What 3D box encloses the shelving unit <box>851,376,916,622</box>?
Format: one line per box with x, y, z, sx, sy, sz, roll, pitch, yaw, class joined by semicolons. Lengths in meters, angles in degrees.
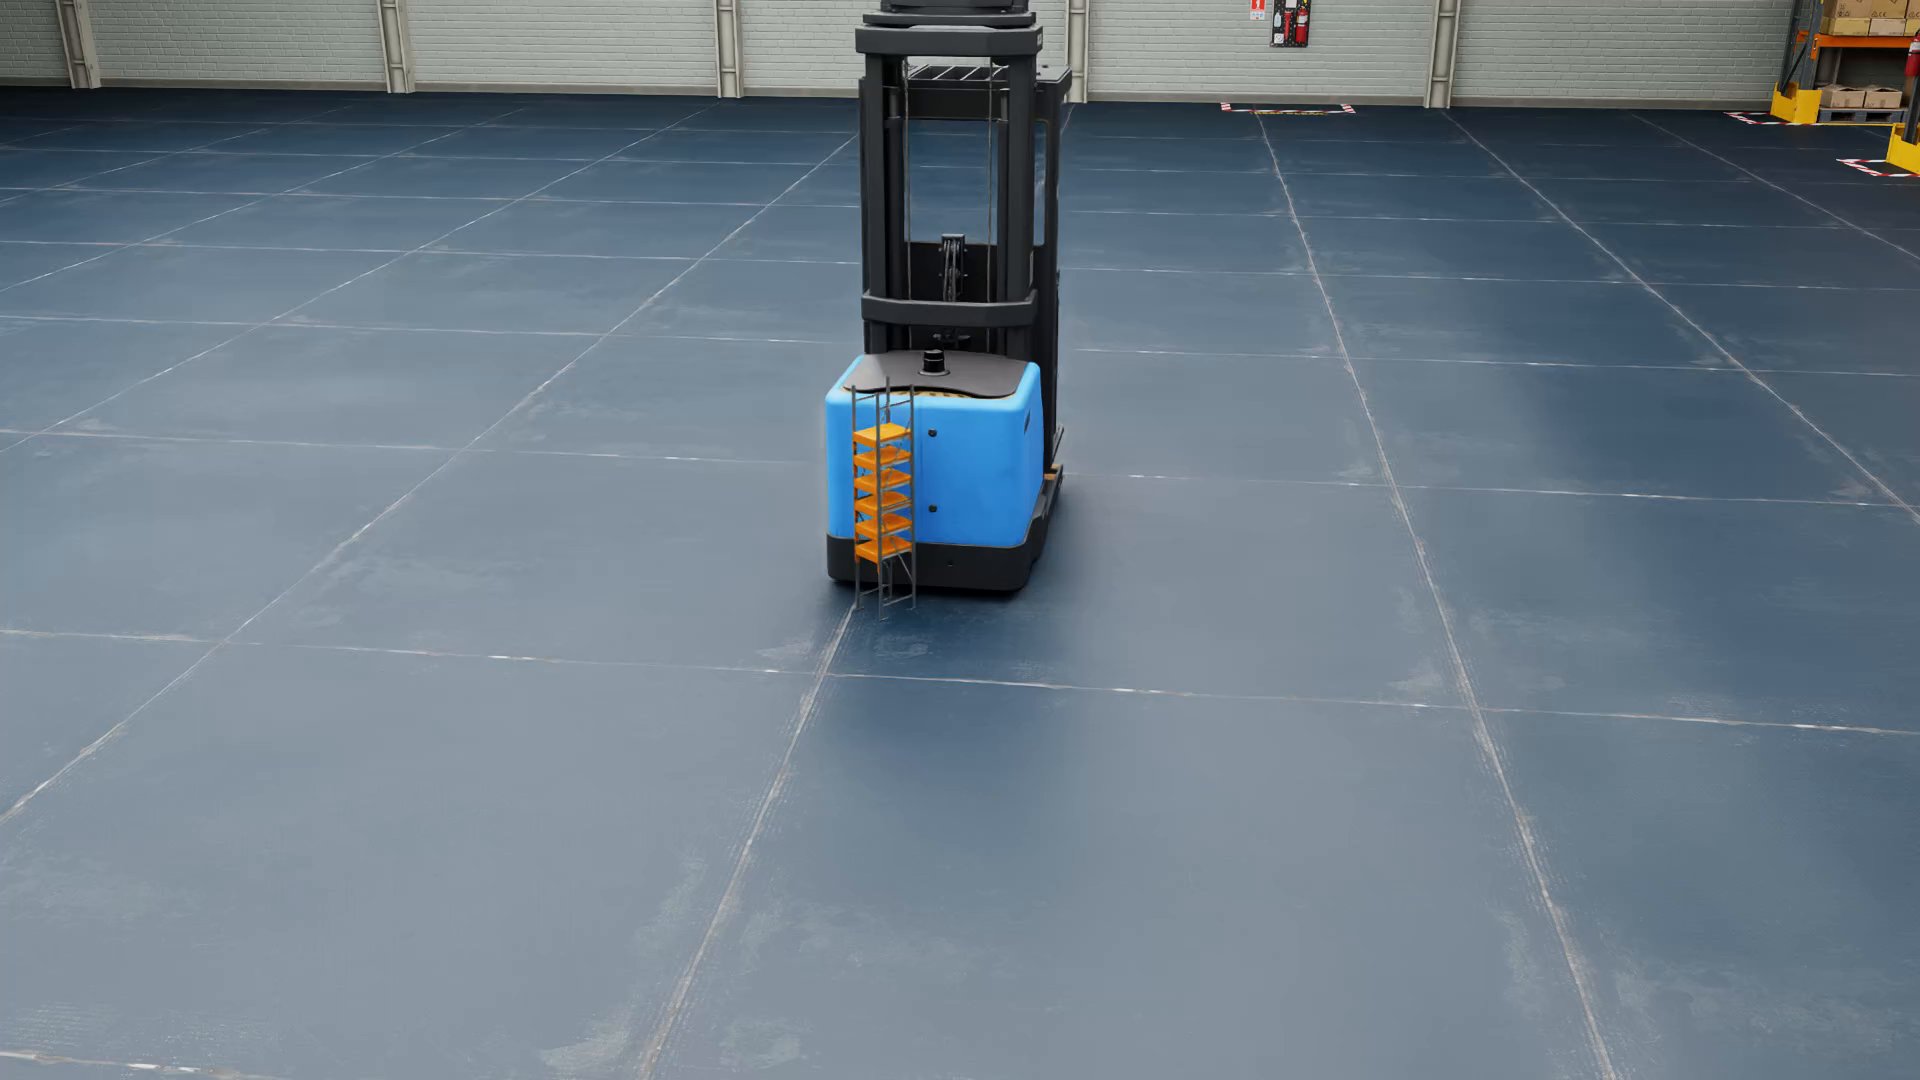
-0.377;-0.199;8.311;0.258;1.200;0.189;-19;29;-39;shelving unit

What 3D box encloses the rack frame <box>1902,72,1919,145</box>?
12.508;-6.250;21.168;0.127;3.000;1.000;2;22;6;rack frame

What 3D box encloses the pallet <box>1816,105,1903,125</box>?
13.966;-6.710;26.126;1.213;0.211;1.003;2;22;6;pallet

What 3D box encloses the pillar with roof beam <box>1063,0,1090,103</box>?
1.461;-10.081;22.700;0.400;9.000;9.100;2;22;6;pillar with roof beam

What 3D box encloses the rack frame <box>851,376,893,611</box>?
-0.439;-0.224;8.373;0.240;1.200;0.006;-19;29;-39;rack frame

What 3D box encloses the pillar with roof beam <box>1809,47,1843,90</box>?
13.378;-9.562;21.387;0.400;9.000;9.100;2;22;6;pillar with roof beam

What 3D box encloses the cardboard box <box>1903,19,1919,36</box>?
14.557;-7.820;25.316;0.500;0.250;0.500;2;22;5;cardboard box

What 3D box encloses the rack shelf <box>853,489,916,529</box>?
-0.378;-0.158;8.327;0.258;0.103;0.180;-19;29;-39;rack shelf

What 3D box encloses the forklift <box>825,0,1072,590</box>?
0.035;-1.609;9.523;1.130;2.935;3.031;3;22;8;forklift

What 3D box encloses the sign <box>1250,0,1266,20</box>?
4.940;-8.803;27.577;0.234;0.329;0.001;2;22;6;sign

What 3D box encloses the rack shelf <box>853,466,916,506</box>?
-0.377;-0.270;8.283;0.258;0.103;0.180;-19;29;-39;rack shelf

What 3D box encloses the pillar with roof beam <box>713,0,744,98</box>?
-4.497;-10.341;23.357;0.400;9.000;9.100;2;22;6;pillar with roof beam

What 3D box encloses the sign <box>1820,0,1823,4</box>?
13.024;-8.263;25.083;0.005;0.325;0.100;2;22;6;sign

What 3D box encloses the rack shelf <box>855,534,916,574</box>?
-0.378;0.065;8.416;0.258;0.103;0.180;-19;29;-39;rack shelf

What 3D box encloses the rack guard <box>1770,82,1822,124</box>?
13.163;-6.893;26.195;0.348;0.500;1.175;2;22;6;rack guard

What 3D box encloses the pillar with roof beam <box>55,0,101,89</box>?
-16.413;-10.860;24.670;0.400;9.000;9.100;2;22;6;pillar with roof beam

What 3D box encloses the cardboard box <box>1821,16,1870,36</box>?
13.535;-7.861;25.421;0.500;0.250;0.500;2;22;5;cardboard box

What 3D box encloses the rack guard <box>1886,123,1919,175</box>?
12.485;-5.088;21.630;0.348;0.500;1.175;2;22;6;rack guard

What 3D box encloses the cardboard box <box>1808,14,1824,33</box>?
13.575;-8.049;25.895;0.500;0.250;0.500;3;22;7;cardboard box

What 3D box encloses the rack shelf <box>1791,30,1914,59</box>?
15.074;-7.637;25.657;4.000;0.370;1.077;2;22;6;rack shelf

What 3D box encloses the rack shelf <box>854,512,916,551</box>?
-0.378;-0.047;8.372;0.258;0.103;0.180;-19;29;-39;rack shelf

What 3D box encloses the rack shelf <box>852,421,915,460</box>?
-0.377;-0.492;8.194;0.258;0.103;0.180;-19;29;-39;rack shelf

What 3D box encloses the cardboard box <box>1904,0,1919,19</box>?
14.528;-8.167;25.174;0.500;0.500;0.500;2;22;5;cardboard box

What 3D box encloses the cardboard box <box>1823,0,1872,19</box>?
13.526;-8.216;25.300;0.500;0.500;0.500;3;22;6;cardboard box

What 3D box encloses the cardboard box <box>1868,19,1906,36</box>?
14.052;-7.844;25.377;0.500;0.250;0.500;2;22;5;cardboard box

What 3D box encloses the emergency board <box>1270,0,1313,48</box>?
5.477;-8.725;27.428;0.643;1.169;0.194;2;22;6;emergency board

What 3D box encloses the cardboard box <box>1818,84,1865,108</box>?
13.764;-6.950;25.998;0.500;0.311;0.500;0;22;0;cardboard box

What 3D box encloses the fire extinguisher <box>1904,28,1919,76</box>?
12.446;-6.388;21.624;0.183;0.674;0.296;2;22;6;fire extinguisher

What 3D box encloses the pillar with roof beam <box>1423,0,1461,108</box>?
7.420;-9.822;22.044;0.400;9.000;9.100;2;22;6;pillar with roof beam

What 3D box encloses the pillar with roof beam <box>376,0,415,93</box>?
-10.455;-10.601;24.014;0.400;9.000;9.100;2;22;6;pillar with roof beam

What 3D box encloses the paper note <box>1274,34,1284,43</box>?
5.309;-8.348;27.673;0.142;0.148;0.016;2;22;6;paper note

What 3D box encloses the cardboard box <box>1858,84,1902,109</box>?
14.330;-6.925;25.936;0.500;0.311;0.500;4;22;11;cardboard box

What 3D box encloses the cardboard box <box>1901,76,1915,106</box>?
15.053;-6.963;25.774;0.500;0.500;0.700;1;22;3;cardboard box

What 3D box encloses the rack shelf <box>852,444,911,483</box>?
-0.377;-0.381;8.238;0.258;0.103;0.180;-19;29;-39;rack shelf

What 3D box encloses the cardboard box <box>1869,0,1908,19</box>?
14.016;-8.191;25.236;0.500;0.500;0.500;3;22;6;cardboard box

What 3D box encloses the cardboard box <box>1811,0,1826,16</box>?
13.581;-8.404;25.774;0.500;0.500;0.500;2;22;6;cardboard box

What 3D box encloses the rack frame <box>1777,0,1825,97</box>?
13.088;-8.059;25.743;0.127;3.000;1.000;2;22;6;rack frame

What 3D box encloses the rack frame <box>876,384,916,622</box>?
-0.315;-0.174;8.248;0.240;1.200;0.006;-19;29;-39;rack frame

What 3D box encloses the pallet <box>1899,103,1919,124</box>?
15.174;-6.657;25.990;1.213;0.211;1.003;2;22;6;pallet
